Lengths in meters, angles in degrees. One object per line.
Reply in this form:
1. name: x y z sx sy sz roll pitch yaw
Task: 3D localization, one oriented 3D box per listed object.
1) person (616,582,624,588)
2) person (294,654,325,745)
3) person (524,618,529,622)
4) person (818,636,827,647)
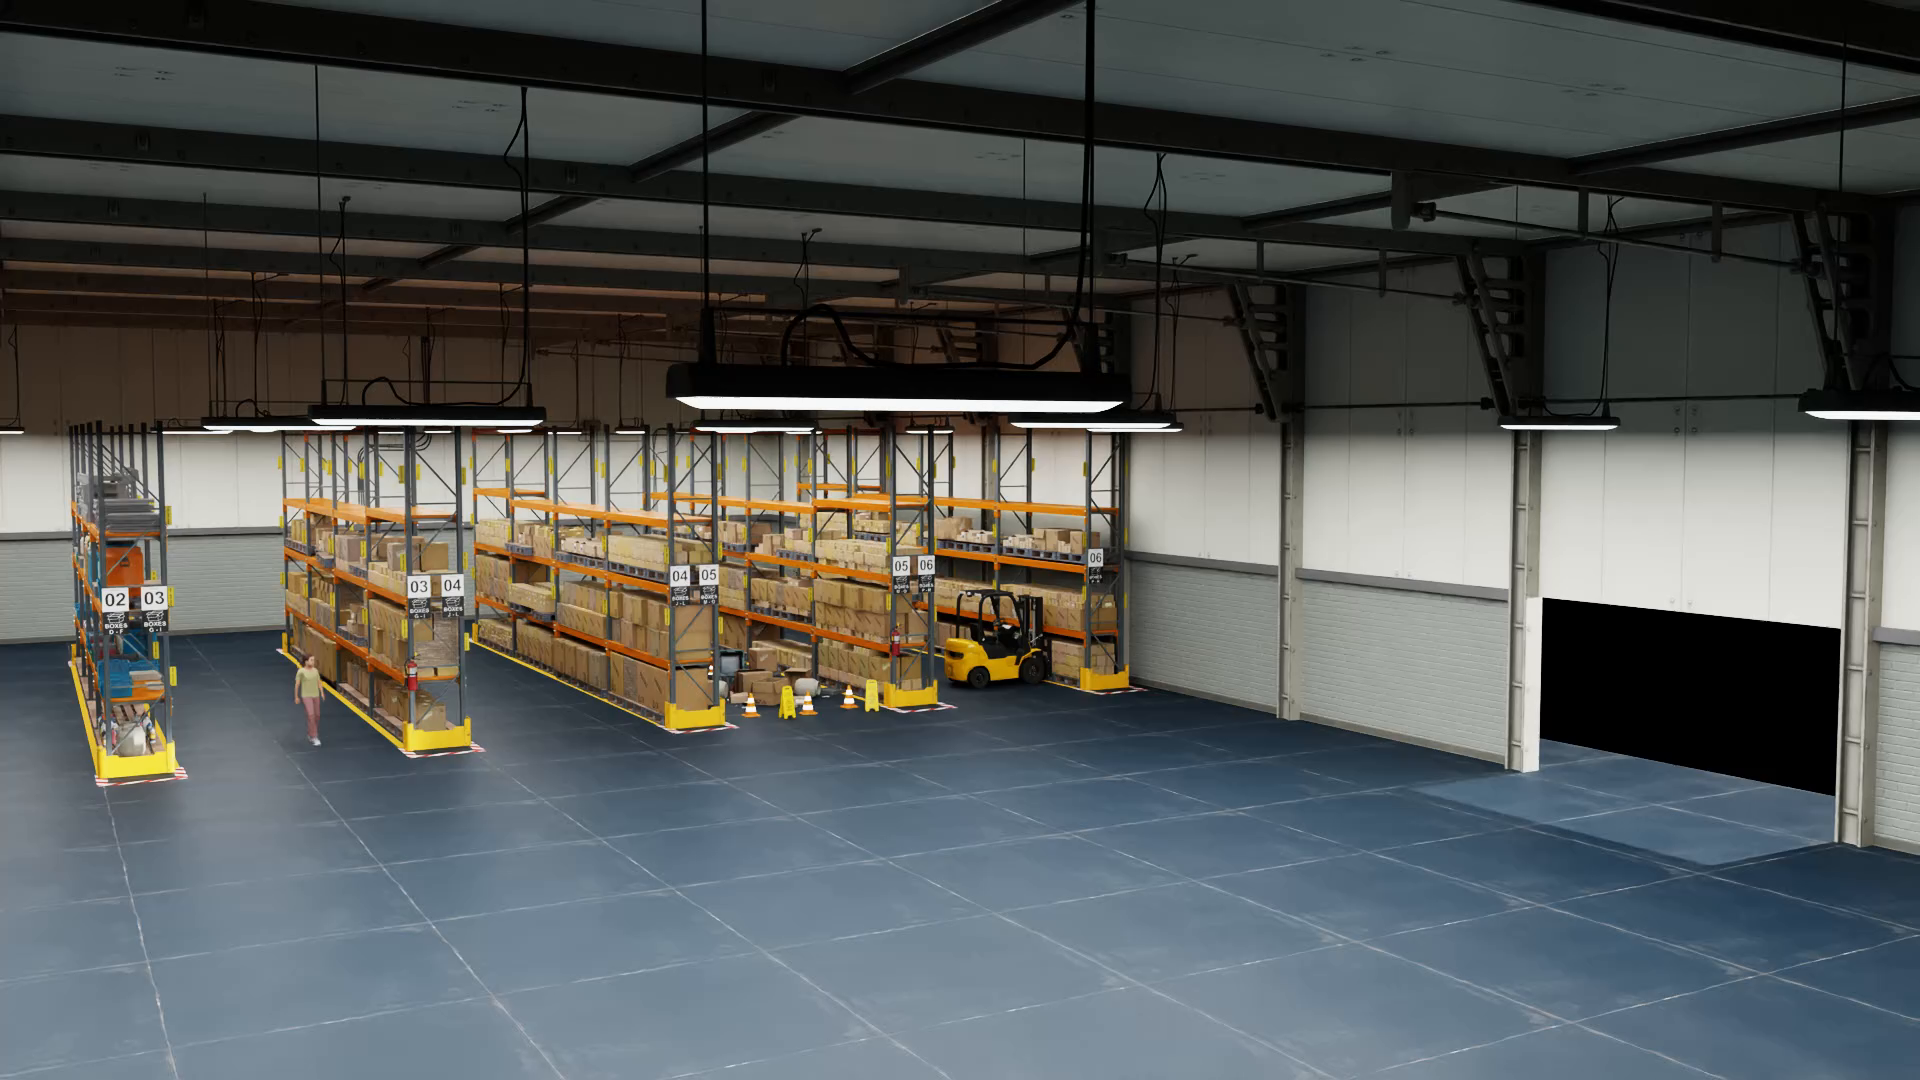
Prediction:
1. person: -9.468 1.966 46.754 0.499 1.716 0.584 0 4 -4
2. person: -12.120 2.981 31.217 0.746 1.655 0.472 2 4 34
3. person: -12.514 1.945 48.494 0.430 1.566 0.903 3 5 43
4. person: -3.658 2.032 45.488 0.617 1.788 0.432 -2 4 -27
